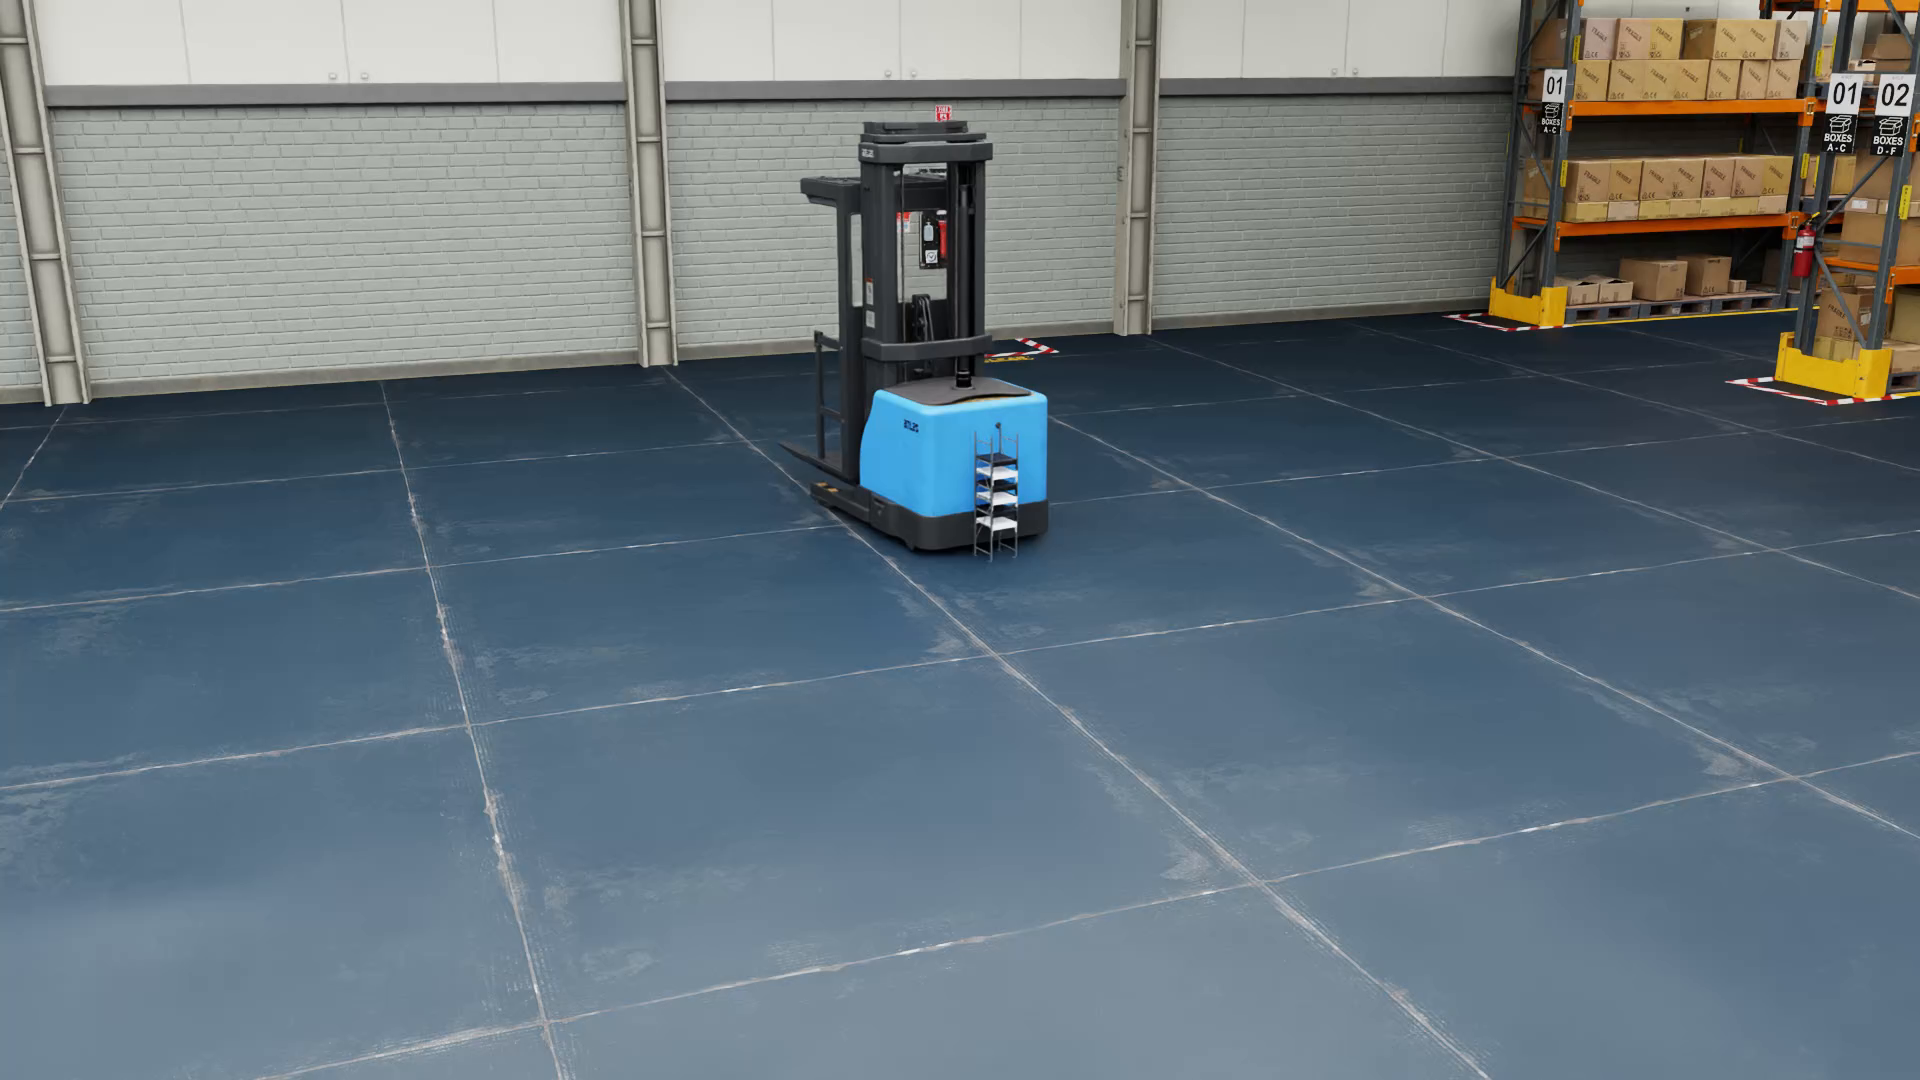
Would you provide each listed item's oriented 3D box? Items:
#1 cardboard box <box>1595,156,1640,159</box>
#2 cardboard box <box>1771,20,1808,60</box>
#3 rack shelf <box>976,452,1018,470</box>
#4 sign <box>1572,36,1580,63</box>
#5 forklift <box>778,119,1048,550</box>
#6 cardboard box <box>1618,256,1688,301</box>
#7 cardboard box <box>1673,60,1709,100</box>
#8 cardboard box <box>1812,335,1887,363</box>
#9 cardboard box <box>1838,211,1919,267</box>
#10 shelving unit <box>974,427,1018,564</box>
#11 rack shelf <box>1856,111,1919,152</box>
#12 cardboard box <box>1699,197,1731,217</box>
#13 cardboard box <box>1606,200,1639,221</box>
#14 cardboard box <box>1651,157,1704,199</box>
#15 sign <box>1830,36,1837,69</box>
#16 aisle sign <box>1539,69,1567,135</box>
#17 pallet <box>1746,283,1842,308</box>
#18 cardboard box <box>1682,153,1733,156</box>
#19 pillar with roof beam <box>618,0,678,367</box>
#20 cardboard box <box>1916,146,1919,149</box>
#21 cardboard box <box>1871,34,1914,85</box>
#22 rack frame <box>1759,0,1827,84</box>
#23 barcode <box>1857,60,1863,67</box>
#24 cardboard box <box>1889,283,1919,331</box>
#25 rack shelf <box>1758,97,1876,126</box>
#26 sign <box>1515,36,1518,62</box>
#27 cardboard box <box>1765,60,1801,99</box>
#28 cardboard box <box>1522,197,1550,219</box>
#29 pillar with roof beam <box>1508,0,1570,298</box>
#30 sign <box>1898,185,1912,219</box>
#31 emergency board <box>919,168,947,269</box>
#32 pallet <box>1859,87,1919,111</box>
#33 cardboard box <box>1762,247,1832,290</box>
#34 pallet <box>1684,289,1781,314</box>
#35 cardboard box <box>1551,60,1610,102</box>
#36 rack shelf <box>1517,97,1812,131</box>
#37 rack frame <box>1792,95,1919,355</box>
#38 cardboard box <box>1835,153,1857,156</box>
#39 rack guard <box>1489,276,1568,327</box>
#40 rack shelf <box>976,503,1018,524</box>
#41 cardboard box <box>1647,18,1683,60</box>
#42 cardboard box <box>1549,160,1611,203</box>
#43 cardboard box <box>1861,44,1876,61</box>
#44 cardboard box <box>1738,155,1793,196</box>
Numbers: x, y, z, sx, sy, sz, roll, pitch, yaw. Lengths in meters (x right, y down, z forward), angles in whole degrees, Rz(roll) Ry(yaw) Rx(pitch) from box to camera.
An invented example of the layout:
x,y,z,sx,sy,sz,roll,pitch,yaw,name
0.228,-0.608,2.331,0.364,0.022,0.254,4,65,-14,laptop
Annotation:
x,y,z,sx,sy,sz,roll,pitch,yaw,name
8.747,-4.858,22.217,0.500,0.500,0.500,-7,18,-22,cardboard box
10.793,-6.613,21.984,0.500,0.500,0.500,-8,18,-25,cardboard box
0.249,-0.538,11.494,0.200,0.077,0.258,-9,19,-29,rack shelf
7.623,-6.071,20.574,0.005,0.325,0.100,-6,17,-20,sign
-0.520,-1.700,12.685,1.130,2.935,3.031,-9,19,-28,forklift
9.342,-3.532,22.456,0.500,0.500,0.700,-7,18,-24,cardboard box
9.320,-5.978,21.595,0.500,0.500,0.500,-5,17,-17,cardboard box
9.599,-2.067,17.946,0.500,0.250,0.500,-6,17,-20,cardboard box
9.645,-3.144,17.304,0.500,0.500,0.700,-6,17,-20,cardboard box
0.249,-0.311,11.560,0.210,0.900,0.258,-9,19,-29,shelving unit
11.072,-4.348,17.535,4.000,0.370,1.077,-6,17,-20,rack shelf
9.897,-4.466,22.214,0.500,0.250,0.500,-6,17,-20,cardboard box
8.477,-4.315,21.699,0.500,0.250,0.500,-7,18,-22,cardboard box
9.409,-4.775,21.934,0.500,0.500,0.500,-6,17,-18,cardboard box
9.023,-5.023,17.124,0.005,0.325,0.100,-6,17,-20,sign
7.468,-5.517,20.947,0.004,0.787,0.394,-6,17,-20,aisle sign
11.890,-3.500,23.641,1.213,0.211,1.003,-6,17,-20,pallet
10.165,-5.013,22.744,0.500,0.500,0.500,-6,17,-20,cardboard box
-1.893,-5.190,13.799,0.400,9.000,9.100,-6,17,-20,pillar with roof beam
10.183,-3.826,17.325,0.500,0.500,0.700,-7,18,-22,cardboard box
9.742,-4.867,16.847,0.637,0.503,0.797,-5,17,-16,cardboard box
11.163,-7.637,22.134,0.127,3.000,1.000,-6,17,-20,rack frame
9.313,-4.928,17.201,0.075,0.075,0.001,-6,17,-20,barcode
10.527,-2.532,18.199,0.500,0.500,0.500,-6,17,-20,cardboard box
13.031,-6.054,23.345,4.000,0.370,1.077,-6,17,-20,rack shelf
7.248,-6.368,21.563,0.005,0.325,0.100,-6,17,-20,sign
10.778,-6.139,22.144,0.500,0.500,0.500,-6,17,-19,cardboard box
7.795,-4.391,21.959,0.500,0.250,0.500,-6,17,-19,cardboard box
9.313,-6.399,17.919,0.400,9.000,9.100,-6,17,-20,pillar with roof beam
9.397,-3.359,16.537,0.005,0.325,0.100,-6,17,-20,sign
-0.152,-3.810,19.747,0.643,1.169,0.194,-6,17,-20,emergency board
9.874,-4.514,16.979,1.213,0.211,1.003,-6,17,-20,pallet
11.845,-3.849,23.537,0.500,0.500,0.700,-6,17,-18,cardboard box
10.549,-3.344,23.110,1.213,0.211,1.003,-6,17,-20,pallet
7.830,-5.820,21.058,0.500,0.500,0.500,-6,17,-19,cardboard box
9.296,-5.651,21.972,4.000,0.370,1.077,-6,17,-20,rack shelf
9.204,-3.052,17.169,0.127,3.000,1.000,-6,17,-20,rack frame
12.779,-5.189,23.487,0.500,0.500,0.700,-4,17,-12,cardboard box
7.499,-3.164,21.985,0.348,0.500,1.175,-6,17,-20,rack guard
0.249,-0.193,11.595,0.200,0.077,0.258,-9,19,-29,rack shelf
8.836,-6.399,21.253,0.500,0.500,0.500,-6,17,-19,cardboard box
7.982,-4.622,21.414,0.500,0.500,0.500,-6,17,-20,cardboard box
12.854,-6.606,23.023,0.500,0.500,0.500,-7,18,-22,cardboard box
10.833,-4.927,22.453,0.500,0.500,0.500,-6,17,-20,cardboard box
